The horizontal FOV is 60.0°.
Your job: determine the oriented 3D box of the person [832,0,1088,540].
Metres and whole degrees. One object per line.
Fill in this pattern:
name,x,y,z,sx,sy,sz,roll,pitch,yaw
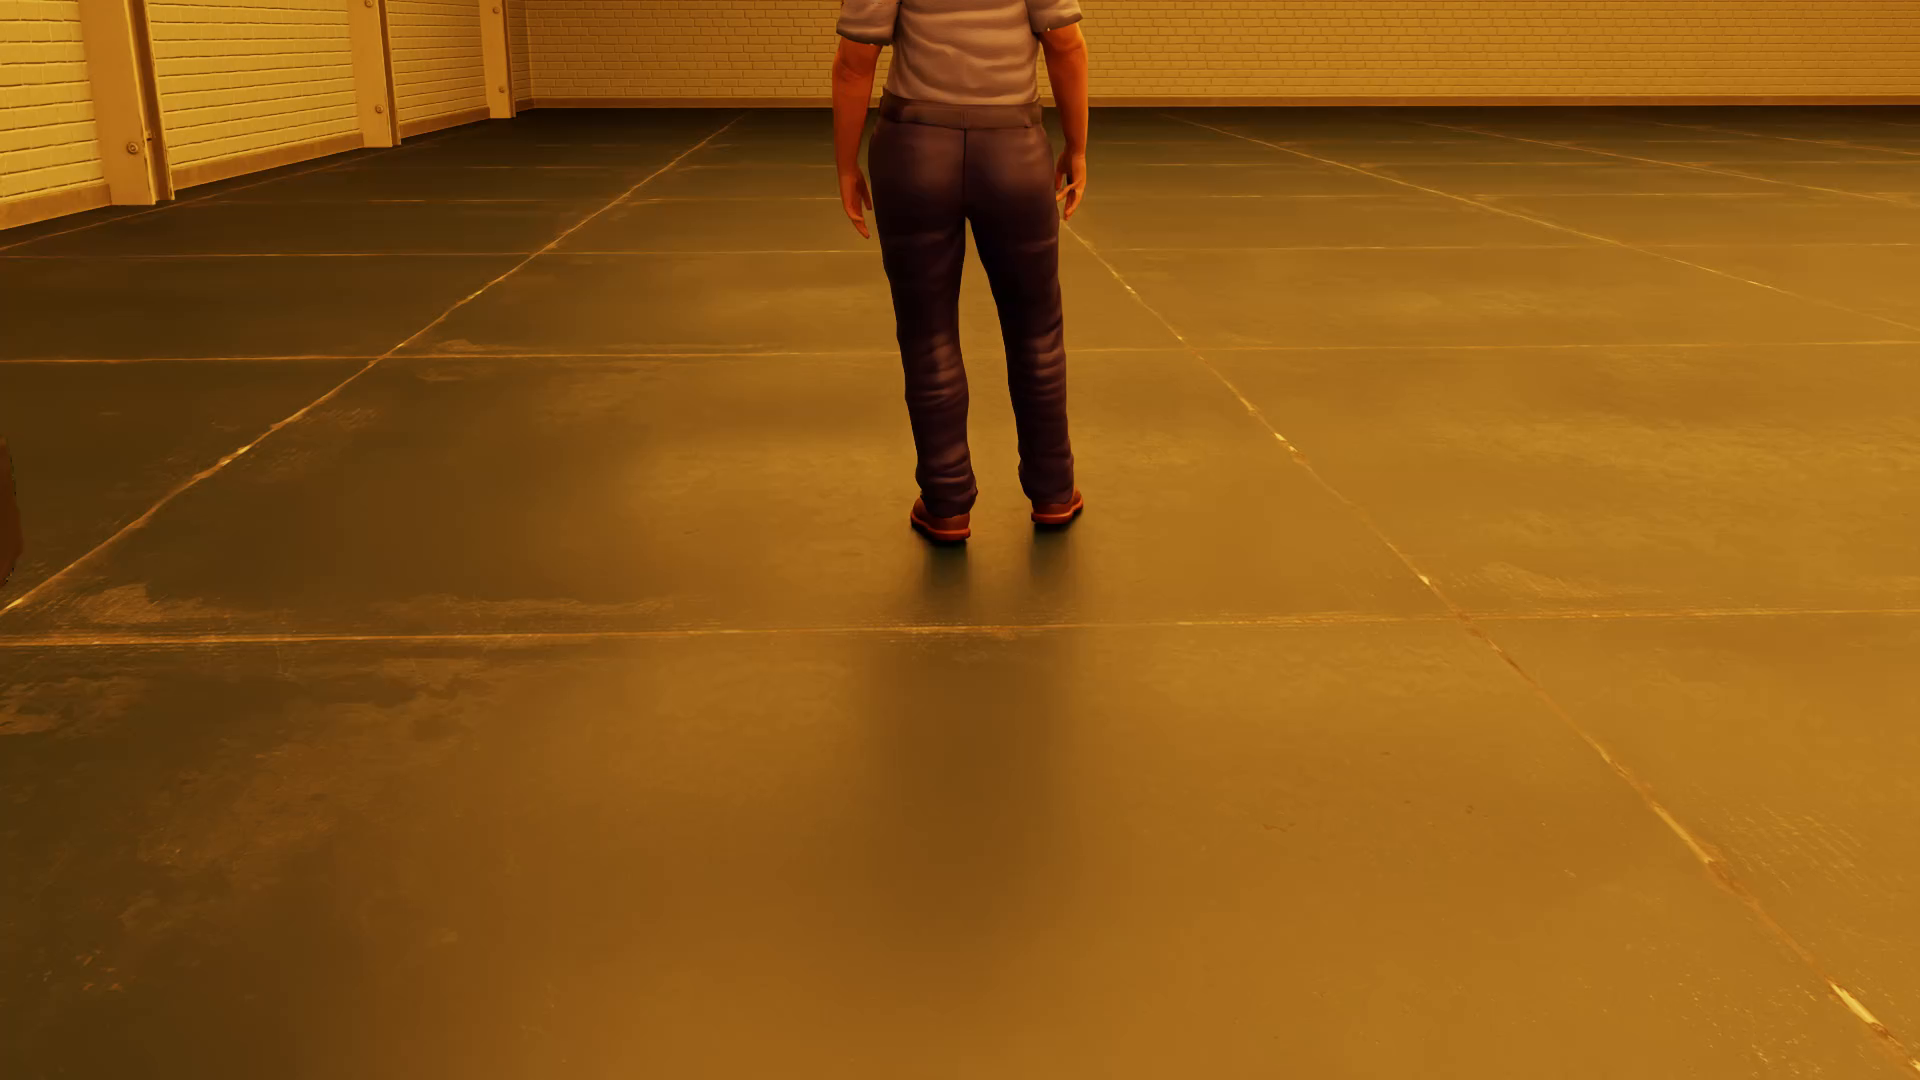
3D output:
person,0.018,-0.821,3.761,0.599,1.650,0.503,-1,17,-3
